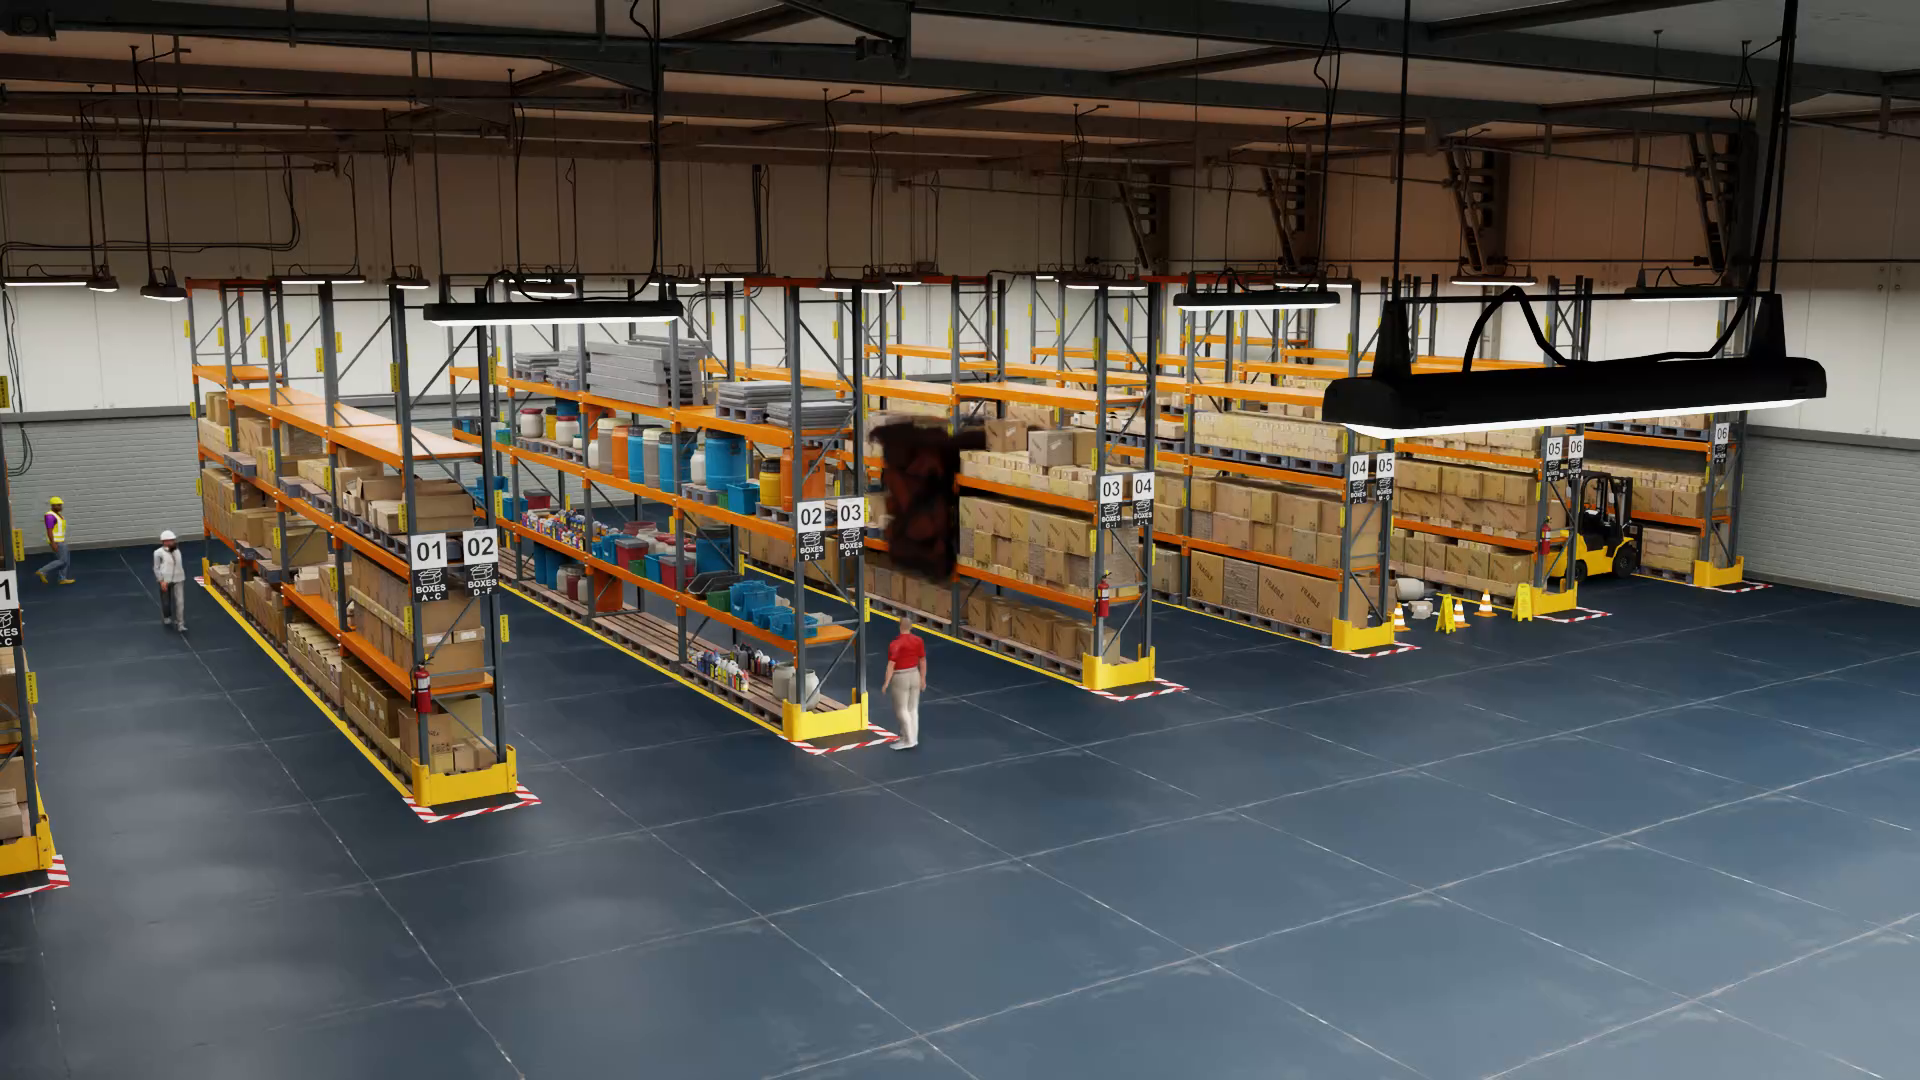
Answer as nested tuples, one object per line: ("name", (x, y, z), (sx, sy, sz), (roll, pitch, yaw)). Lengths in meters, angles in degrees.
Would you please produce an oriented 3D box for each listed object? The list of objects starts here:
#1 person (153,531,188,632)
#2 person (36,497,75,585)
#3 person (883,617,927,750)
("person", (-13.606, 0.706, 28.633), (0.493, 1.739, 1.012), (-5, 11, -28))
("person", (-17.763, 0.025, 32.548), (0.677, 1.737, 0.611), (-6, 11, -31))
("person", (-0.733, 1.849, 21.778), (0.604, 1.720, 0.396), (-7, 12, -38))
